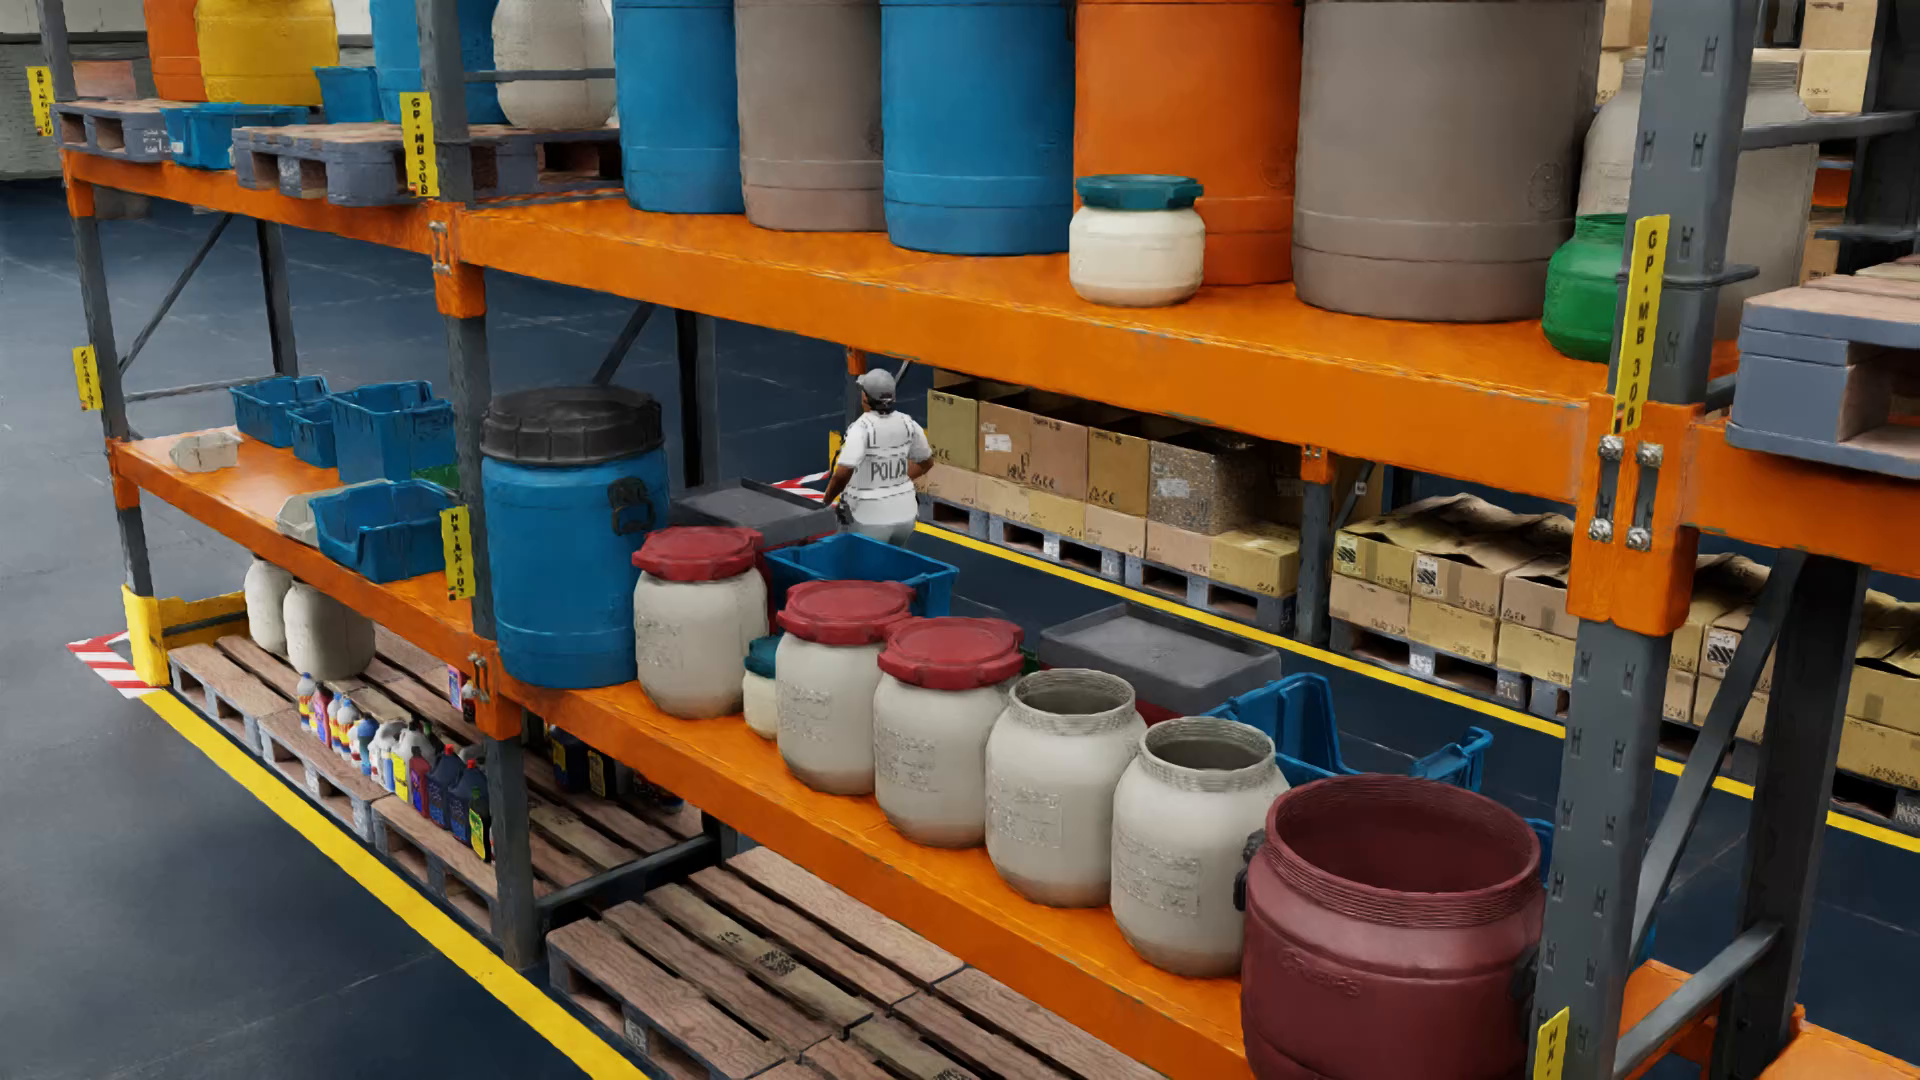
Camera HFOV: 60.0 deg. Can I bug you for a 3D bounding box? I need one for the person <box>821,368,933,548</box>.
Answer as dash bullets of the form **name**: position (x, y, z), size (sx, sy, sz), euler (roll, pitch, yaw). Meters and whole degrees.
- **person**: position (-0.463, -0.125, 9.004), size (0.476, 1.640, 0.741), euler (16, 23, 41)
